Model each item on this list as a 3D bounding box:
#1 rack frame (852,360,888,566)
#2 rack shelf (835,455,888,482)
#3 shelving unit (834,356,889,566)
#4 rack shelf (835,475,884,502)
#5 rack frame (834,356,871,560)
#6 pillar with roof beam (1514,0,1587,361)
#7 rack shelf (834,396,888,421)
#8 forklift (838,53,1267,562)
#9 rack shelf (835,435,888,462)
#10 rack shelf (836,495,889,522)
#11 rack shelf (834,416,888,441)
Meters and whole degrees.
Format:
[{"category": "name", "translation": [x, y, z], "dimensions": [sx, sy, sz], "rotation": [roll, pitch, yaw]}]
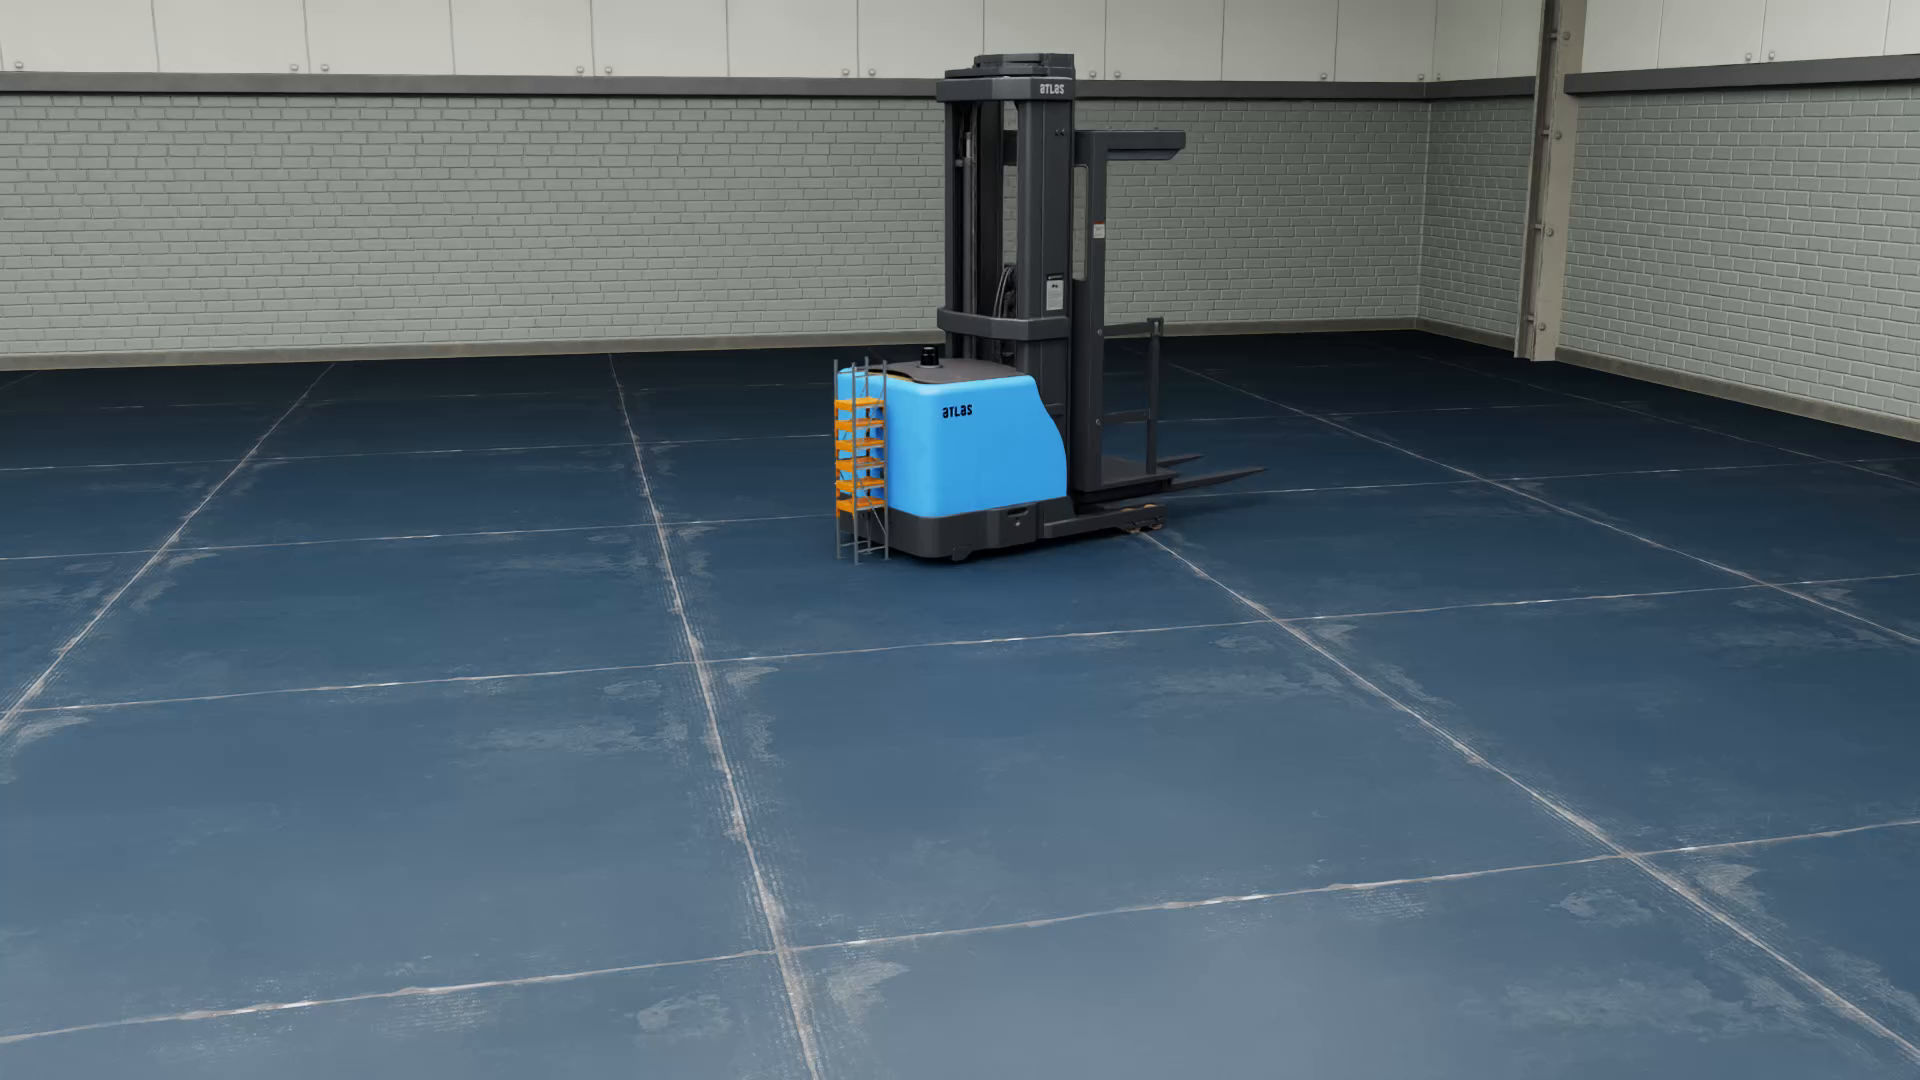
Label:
[{"category": "rack frame", "translation": [-0.525, -0.448, 9.733], "dimensions": [0.240, 1.200, 0.006], "rotation": [-10, 17, -37]}, {"category": "rack shelf", "translation": [-0.581, -0.422, 9.814], "dimensions": [0.258, 0.103, 0.180], "rotation": [-10, 17, -37]}, {"category": "shelving unit", "translation": [-0.581, -0.465, 9.803], "dimensions": [0.258, 1.200, 0.189], "rotation": [-10, 17, -37]}, {"category": "rack shelf", "translation": [-0.581, -0.305, 9.842], "dimensions": [0.258, 0.103, 0.180], "rotation": [-10, 17, -37]}, {"category": "rack frame", "translation": [-0.637, -0.482, 9.873], "dimensions": [0.240, 1.200, 0.006], "rotation": [-10, 17, -37]}, {"category": "pillar with roof beam", "translation": [2.332, -6.186, 16.787], "dimensions": [9.100, 9.000, 0.400], "rotation": [-3, 14, -13]}, {"category": "rack shelf", "translation": [-0.581, -0.772, 9.728], "dimensions": [0.258, 0.103, 0.180], "rotation": [-10, 17, -37]}, {"category": "forklift", "translation": [0.715, -1.552, 10.606], "dimensions": [3.031, 2.935, 1.130], "rotation": [-10, 17, -35]}, {"category": "rack shelf", "translation": [-0.581, -0.539, 9.785], "dimensions": [0.258, 0.103, 0.180], "rotation": [-10, 17, -37]}, {"category": "rack shelf", "translation": [-0.581, -0.189, 9.871], "dimensions": [0.258, 0.103, 0.180], "rotation": [-10, 17, -37]}, {"category": "rack shelf", "translation": [-0.581, -0.655, 9.757], "dimensions": [0.258, 0.103, 0.180], "rotation": [-10, 17, -37]}]
